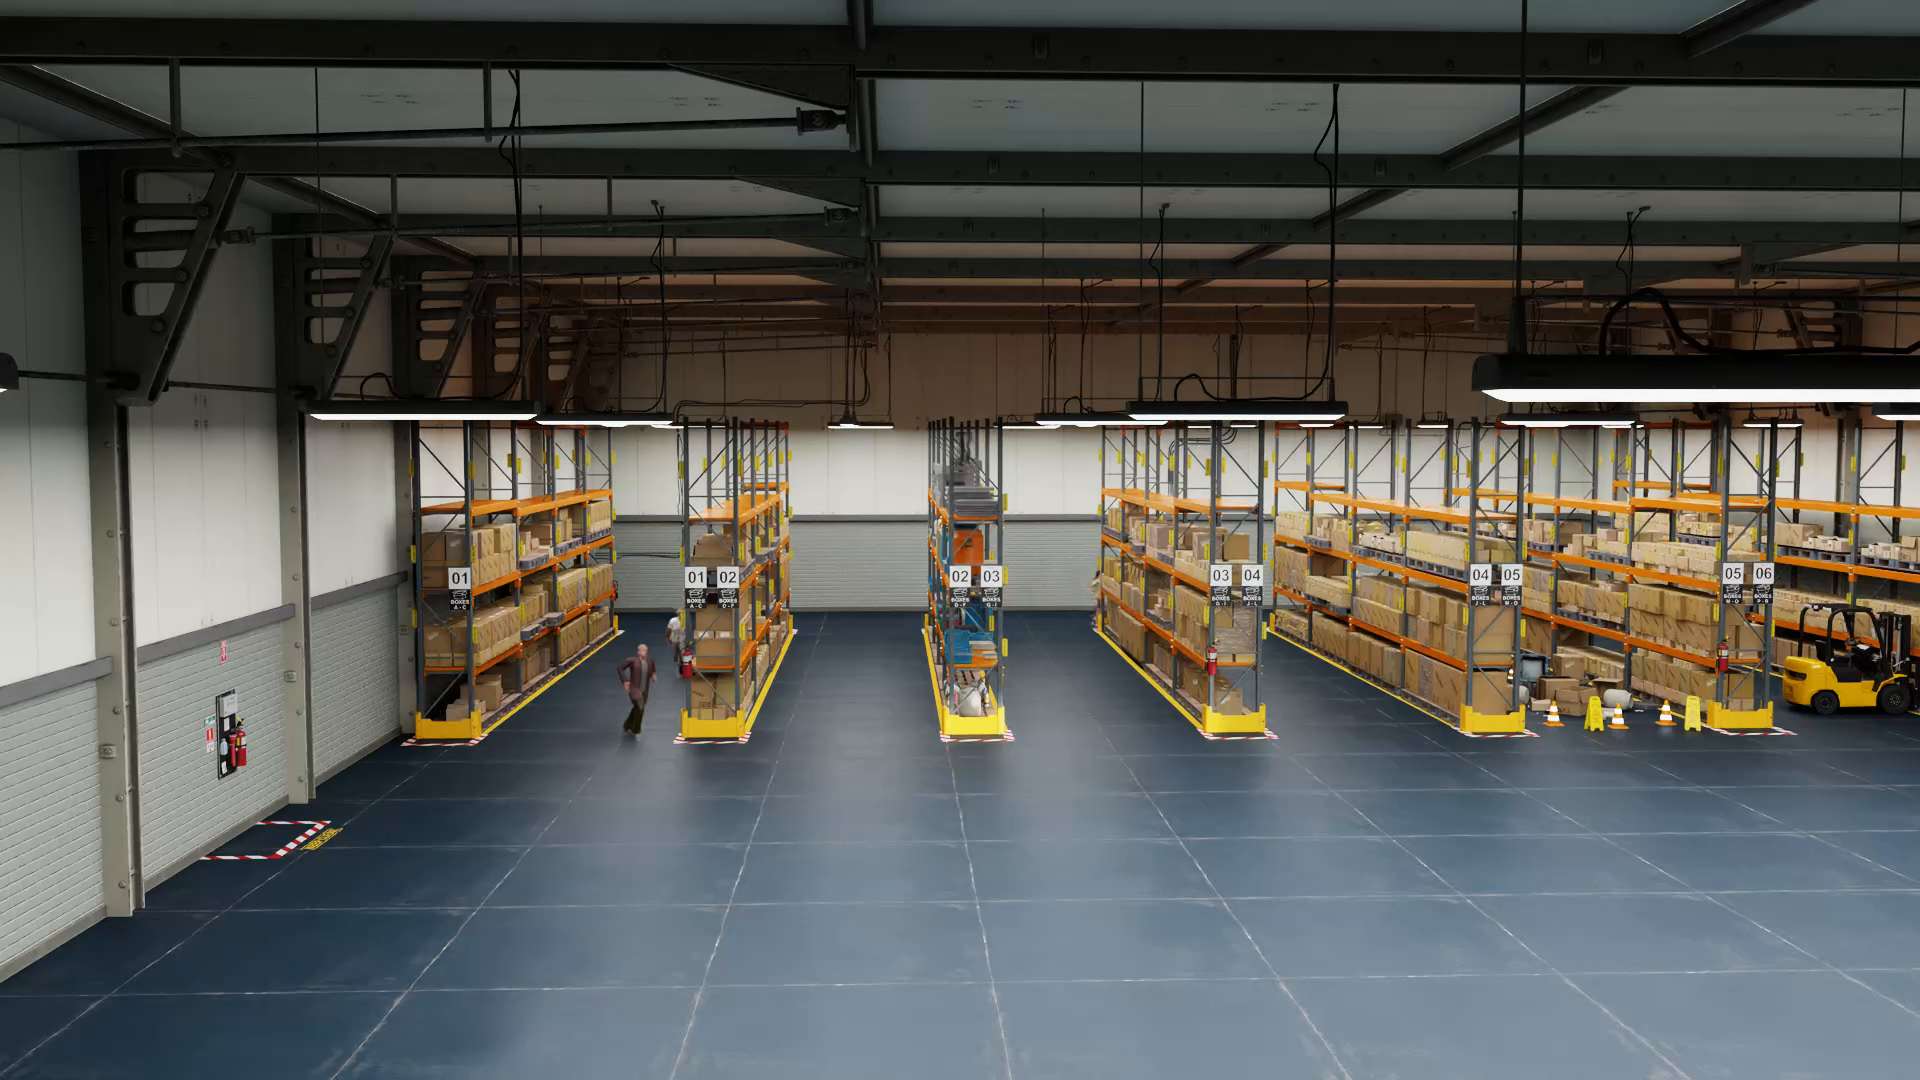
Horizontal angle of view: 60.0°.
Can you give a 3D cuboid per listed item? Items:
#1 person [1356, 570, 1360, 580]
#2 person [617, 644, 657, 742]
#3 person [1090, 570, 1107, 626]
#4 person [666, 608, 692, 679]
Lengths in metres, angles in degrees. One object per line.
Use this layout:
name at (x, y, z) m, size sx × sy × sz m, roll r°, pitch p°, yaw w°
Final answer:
person at (11.300, 1.739, 47.610) m, size 0.684 × 1.784 × 0.815 m, roll -1°, pitch 4°, yaw -16°
person at (-5.998, 2.851, 31.023) m, size 0.902 × 1.832 × 0.690 m, roll 4°, pitch 5°, yaw 43°
person at (4.132, 1.805, 48.785) m, size 0.617 × 1.428 × 0.556 m, roll 1°, pitch 4°, yaw 15°
person at (-6.566, 2.391, 38.908) m, size 0.587 × 1.673 × 0.789 m, roll -1°, pitch 4°, yaw -8°
